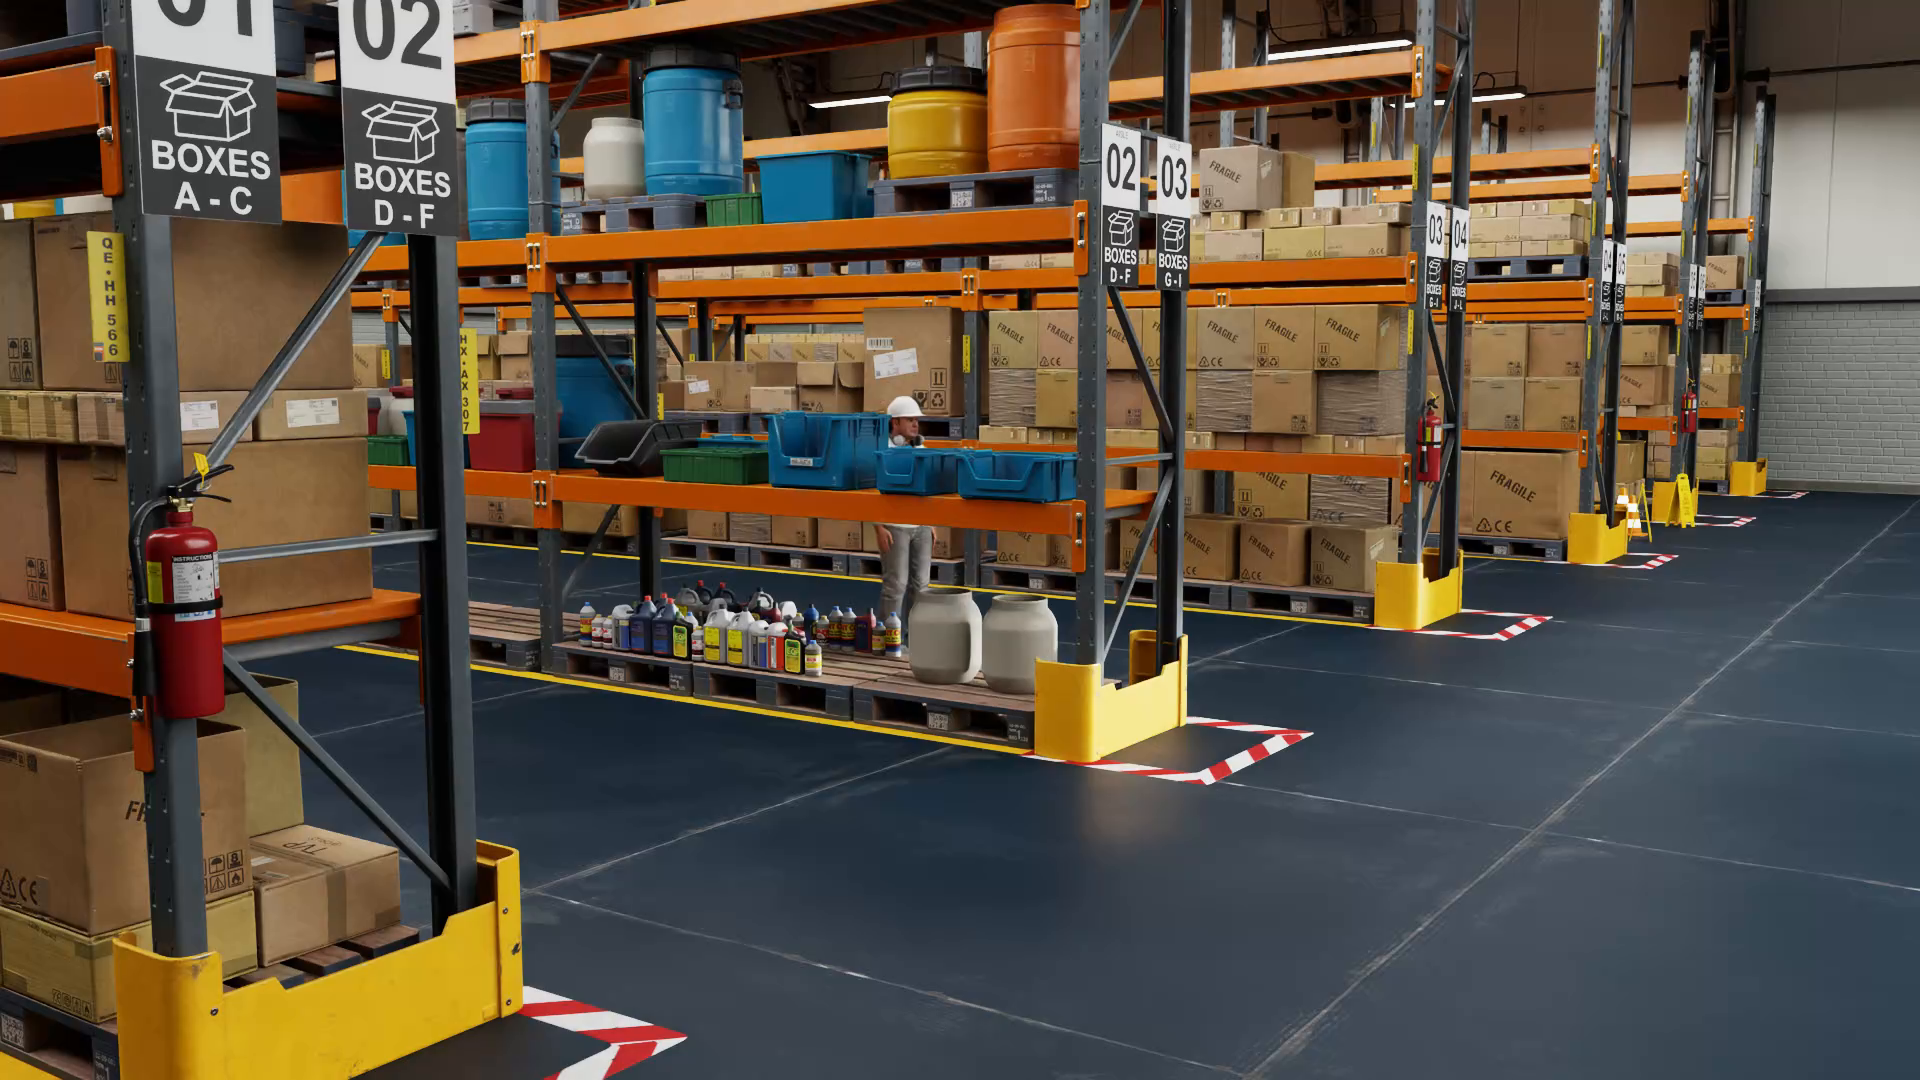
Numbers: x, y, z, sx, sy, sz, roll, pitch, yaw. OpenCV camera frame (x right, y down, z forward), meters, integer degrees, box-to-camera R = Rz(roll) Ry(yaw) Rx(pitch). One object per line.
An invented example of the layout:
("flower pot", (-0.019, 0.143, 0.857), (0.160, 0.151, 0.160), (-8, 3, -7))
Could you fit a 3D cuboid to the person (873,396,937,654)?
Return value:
("person", (-0.354, -0.086, 11.372), (0.417, 1.783, 0.552), (6, 9, 43))
